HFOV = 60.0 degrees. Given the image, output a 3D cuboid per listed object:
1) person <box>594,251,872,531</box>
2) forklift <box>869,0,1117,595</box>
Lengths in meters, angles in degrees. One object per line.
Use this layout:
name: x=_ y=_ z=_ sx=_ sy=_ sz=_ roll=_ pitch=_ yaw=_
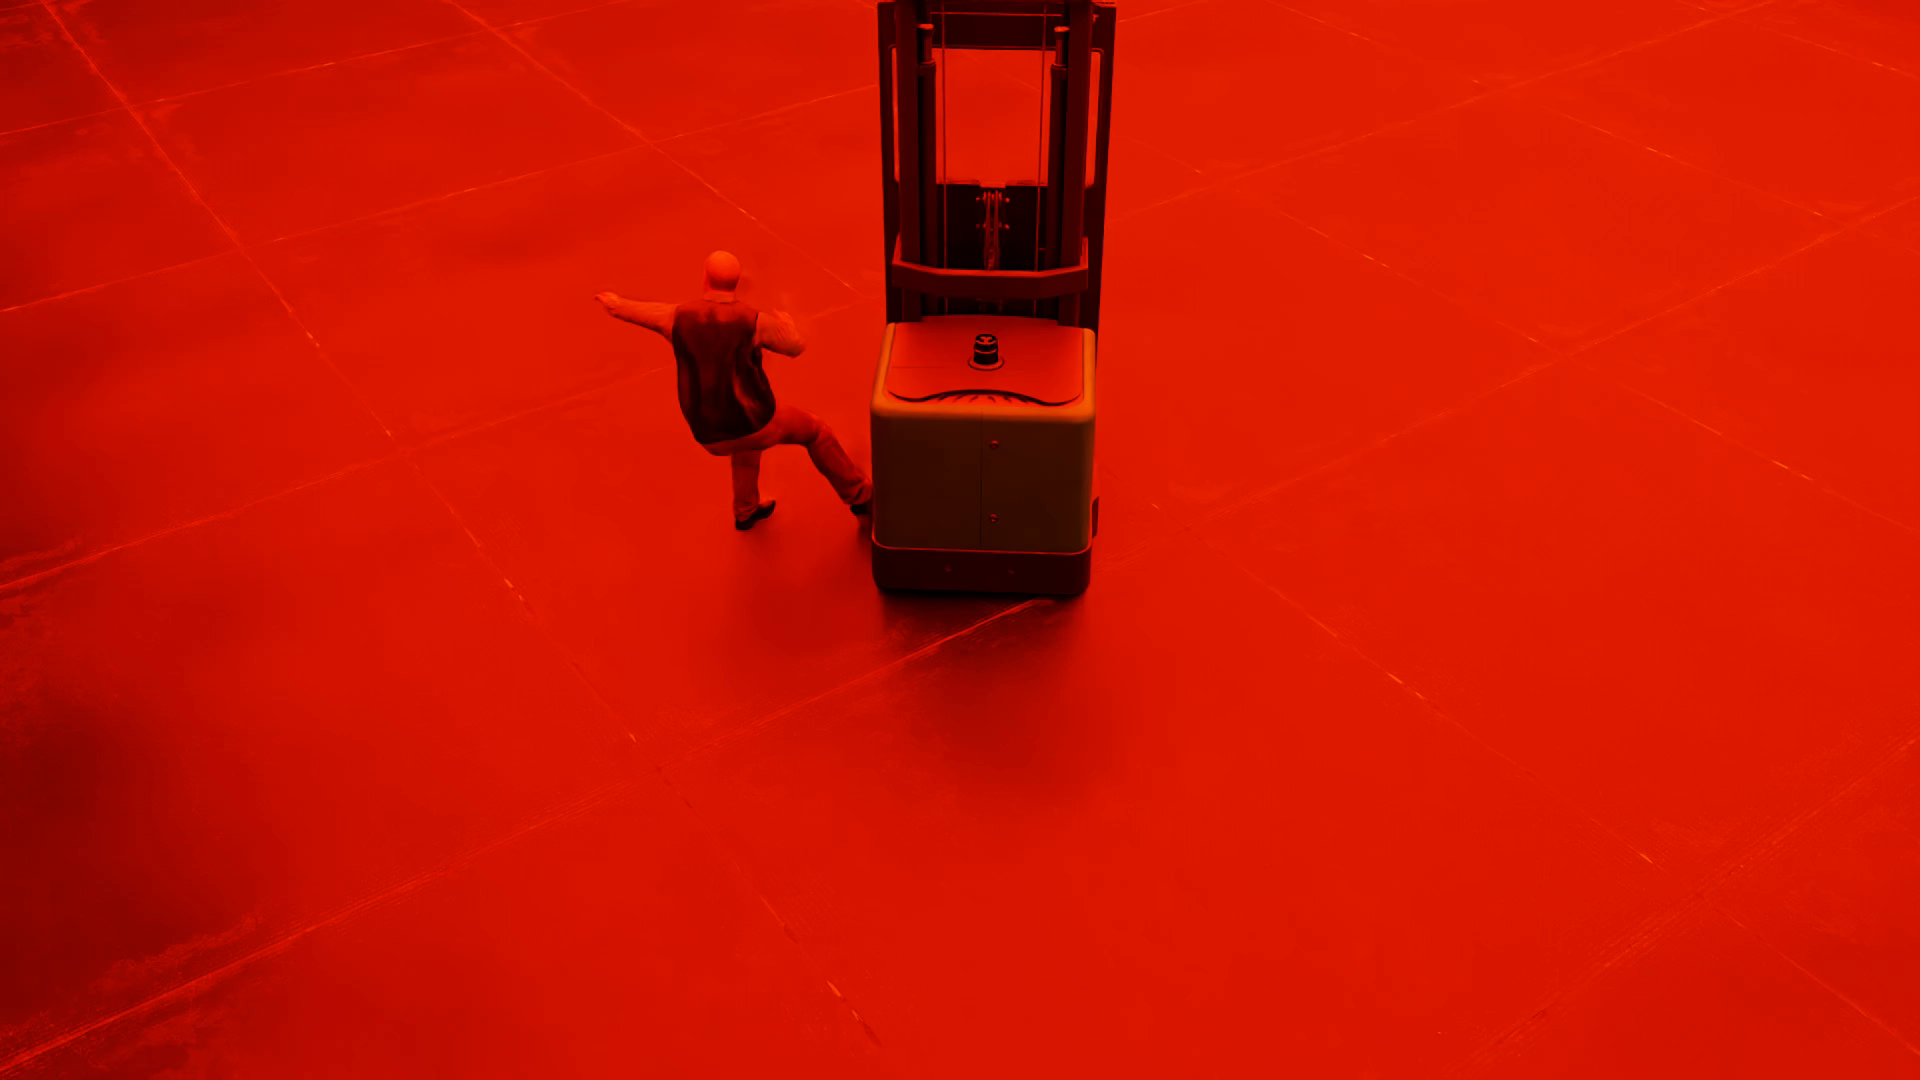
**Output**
person: x=-1.058 y=-0.744 z=8.197 sx=1.523 sy=1.455 sz=0.785 roll=1 pitch=36 yaw=1
forklift: x=0.181 y=-1.772 z=8.342 sx=1.130 sy=2.935 sz=3.031 roll=2 pitch=37 yaw=3
